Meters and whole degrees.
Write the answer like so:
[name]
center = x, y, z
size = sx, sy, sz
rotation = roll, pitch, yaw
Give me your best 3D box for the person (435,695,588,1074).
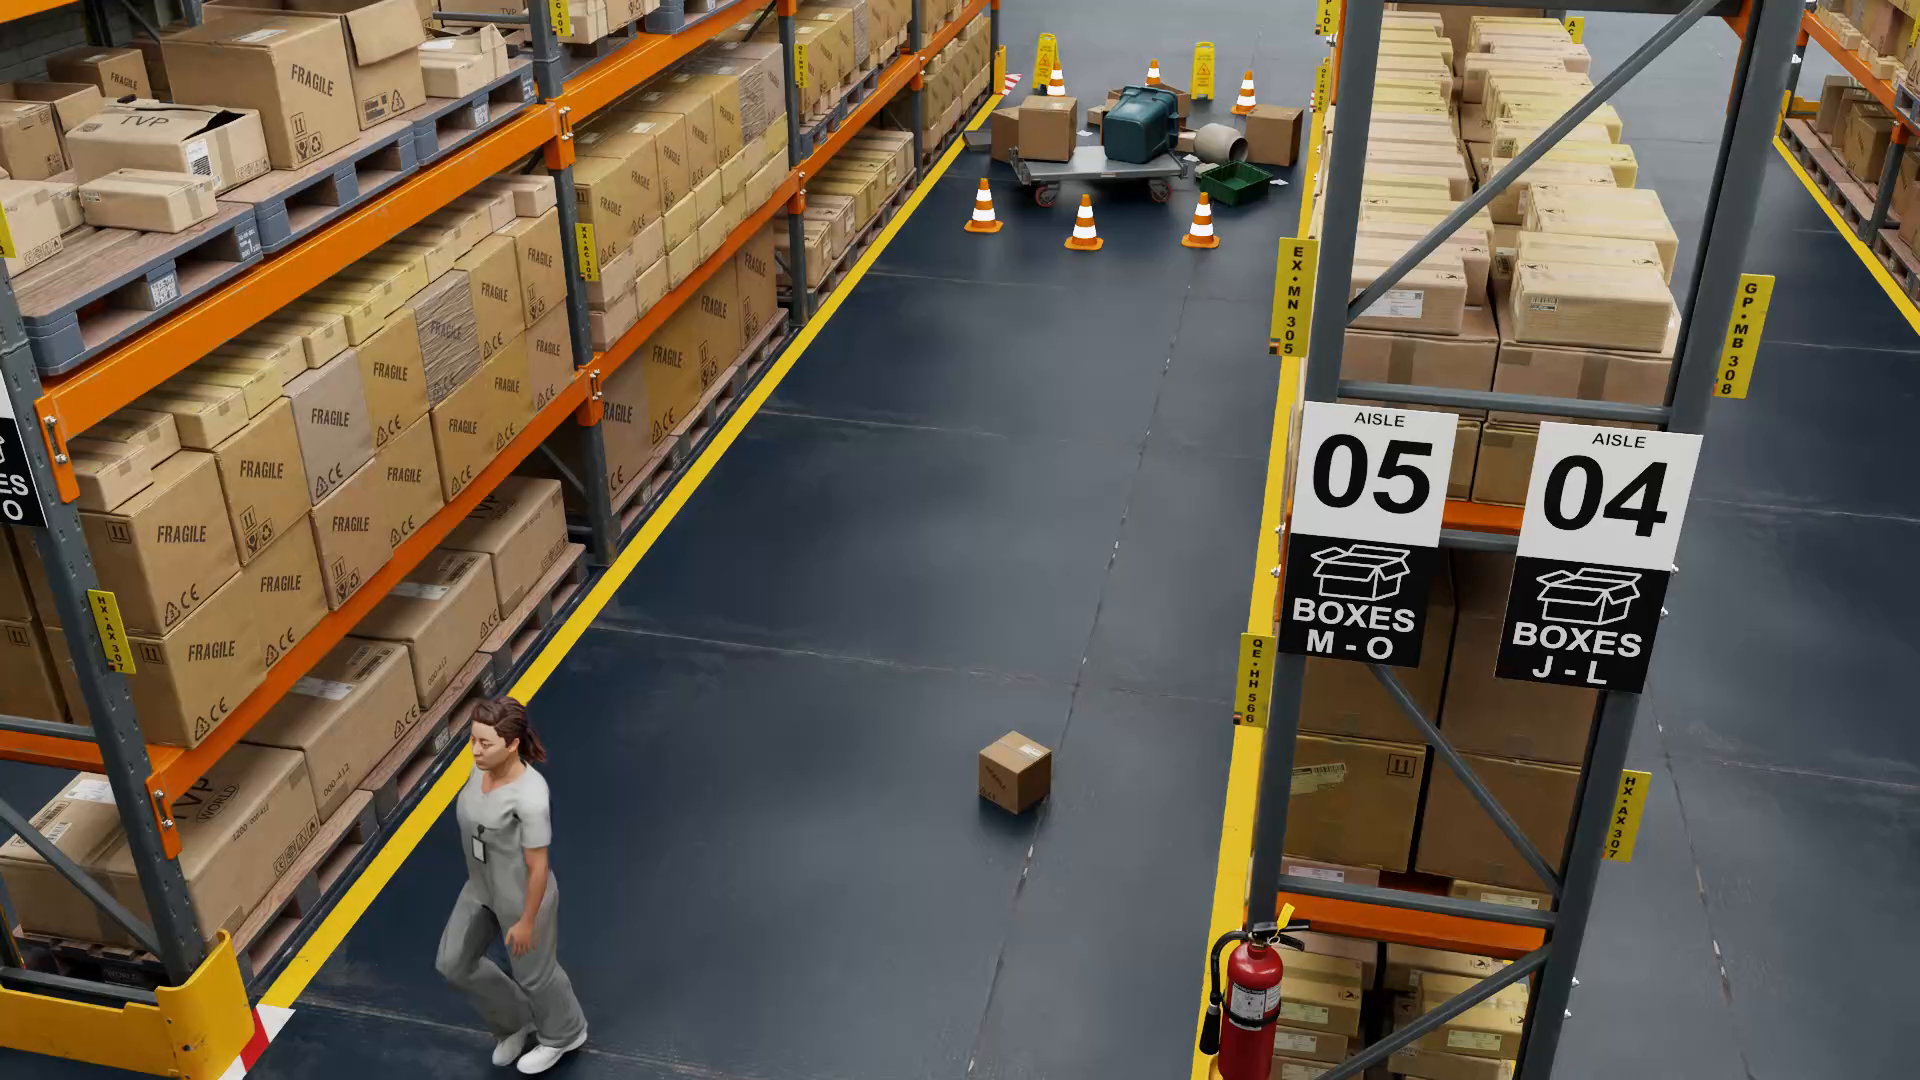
[person]
center = -1.685, 1.344, 6.172
size = 0.471, 1.694, 0.494
rotation = 25, 37, 37
